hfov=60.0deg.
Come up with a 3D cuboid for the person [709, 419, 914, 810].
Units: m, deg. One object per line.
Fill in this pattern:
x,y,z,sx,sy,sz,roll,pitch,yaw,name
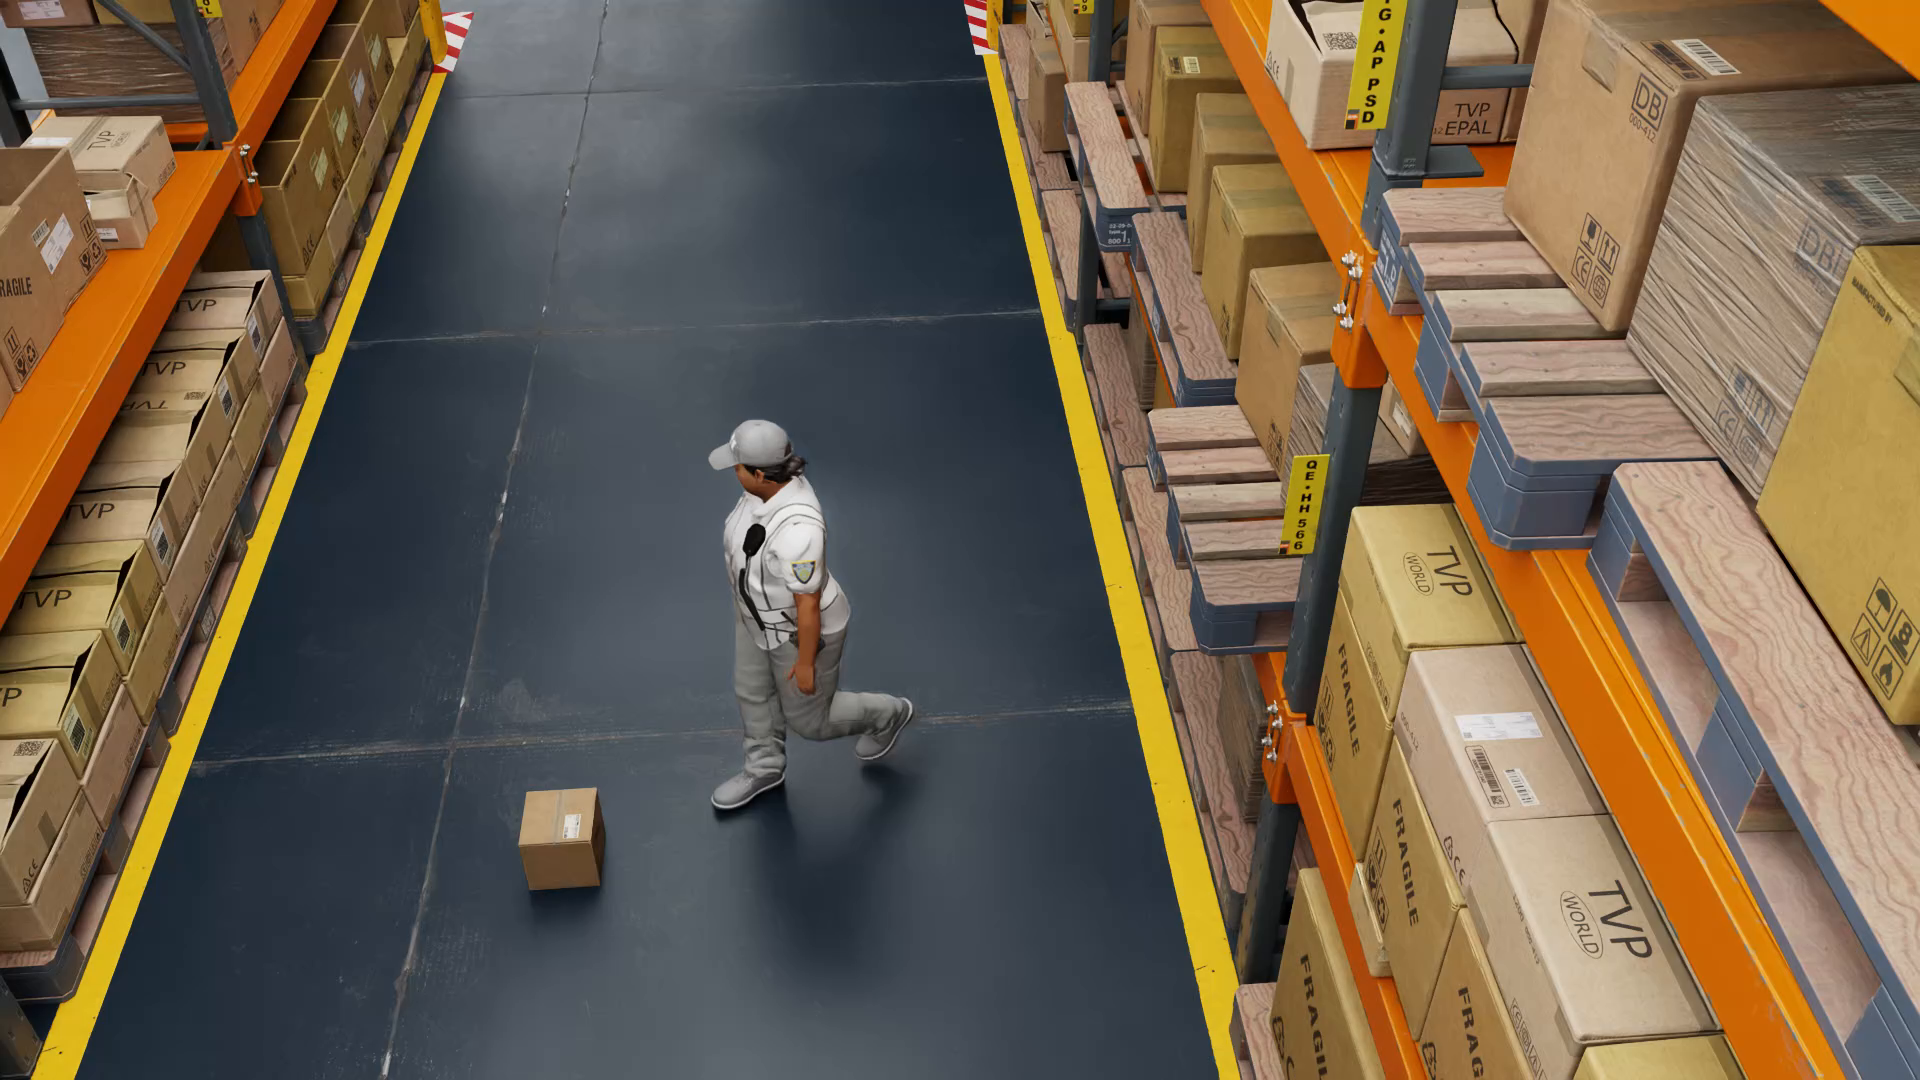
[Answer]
-0.555,0.269,5.820,0.796,1.639,0.503,-20,43,-23,person
